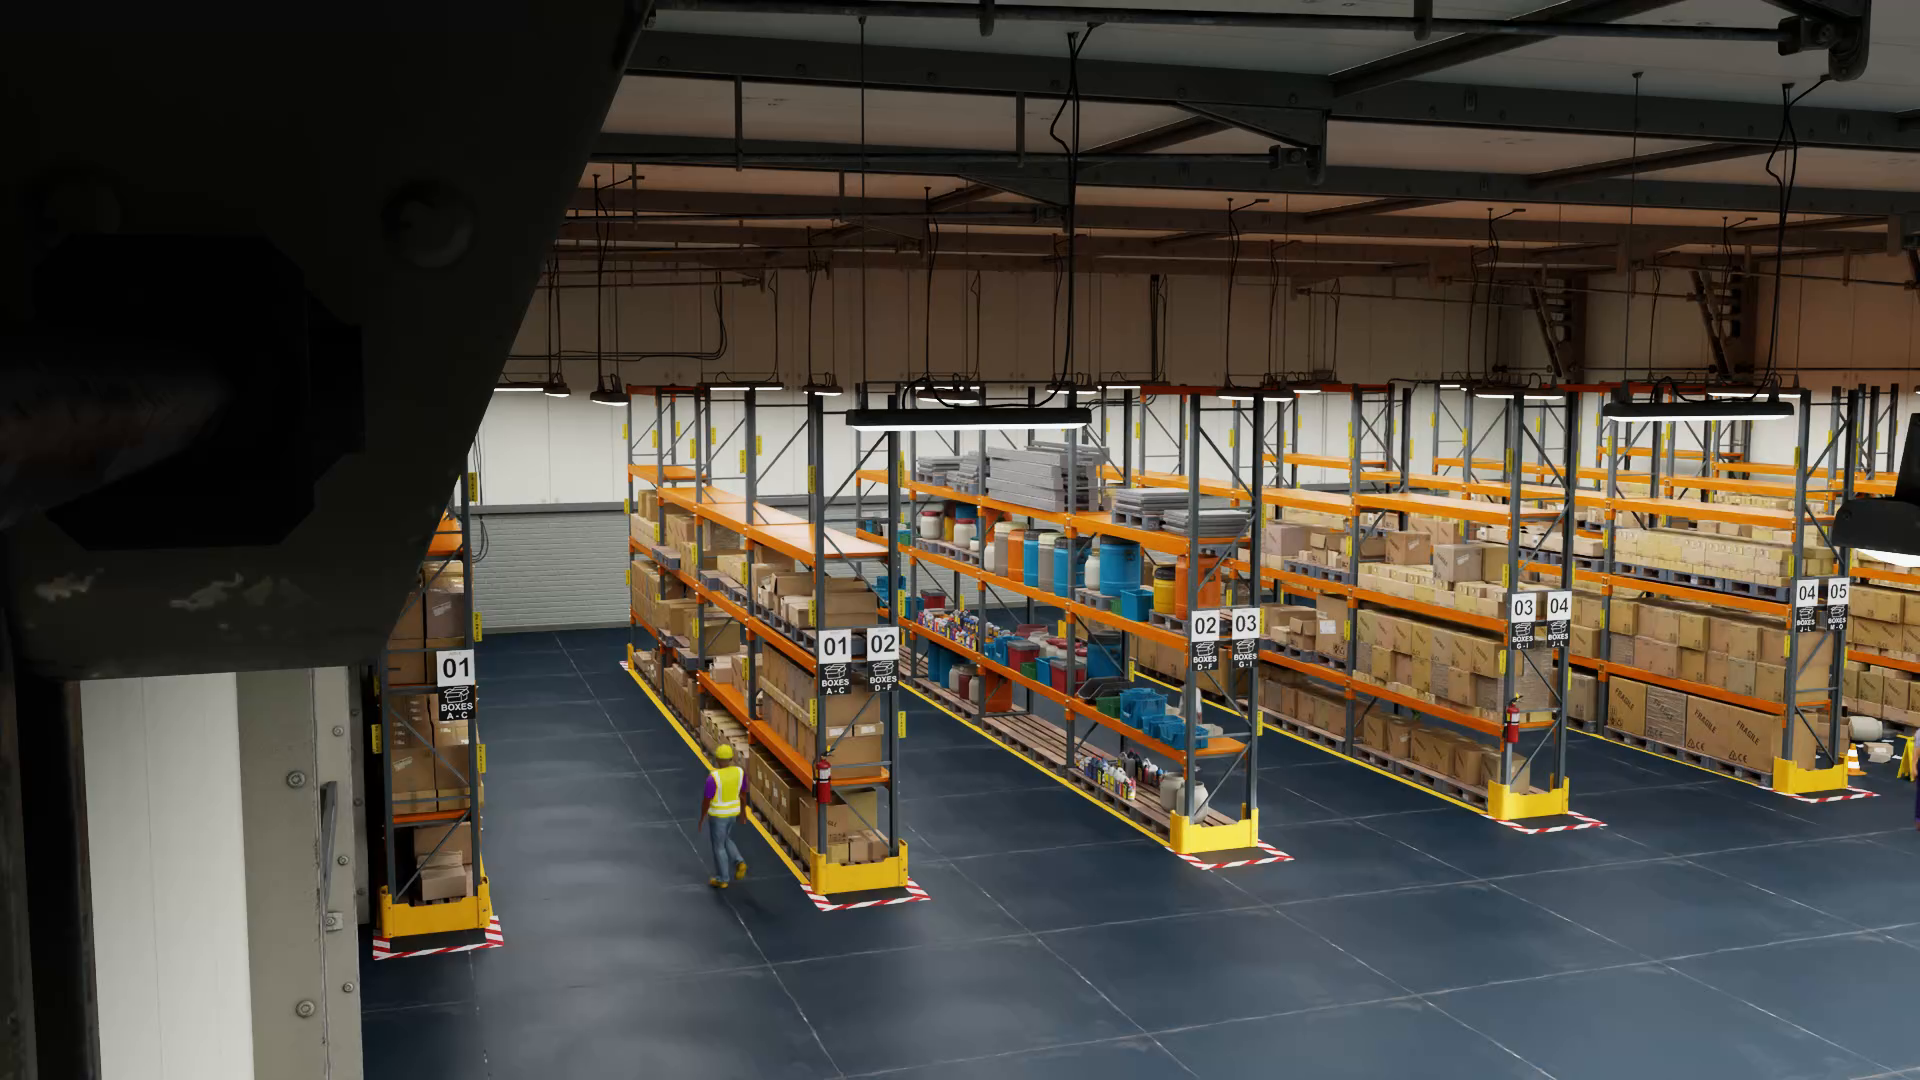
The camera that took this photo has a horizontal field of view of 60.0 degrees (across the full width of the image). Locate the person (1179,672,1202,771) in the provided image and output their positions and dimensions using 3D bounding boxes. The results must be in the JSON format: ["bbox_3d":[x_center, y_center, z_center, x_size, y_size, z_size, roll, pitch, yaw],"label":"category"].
[{"bbox_3d":[3.668,2.850,26.191,0.417,1.620,0.477,-4,7,-32],"label":"person"}]

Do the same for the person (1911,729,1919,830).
[{"bbox_3d":[13.329,3.175,22.807,0.511,1.693,0.358,2,6,22],"label":"person"}]

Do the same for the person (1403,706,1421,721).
[{"bbox_3d":[7.932,2.382,29.616,0.429,1.788,0.615,-5,8,-40],"label":"person"}]

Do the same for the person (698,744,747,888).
[{"bbox_3d":[-2.878,3.351,20.261,0.517,1.757,0.594,4,7,31],"label":"person"}]
